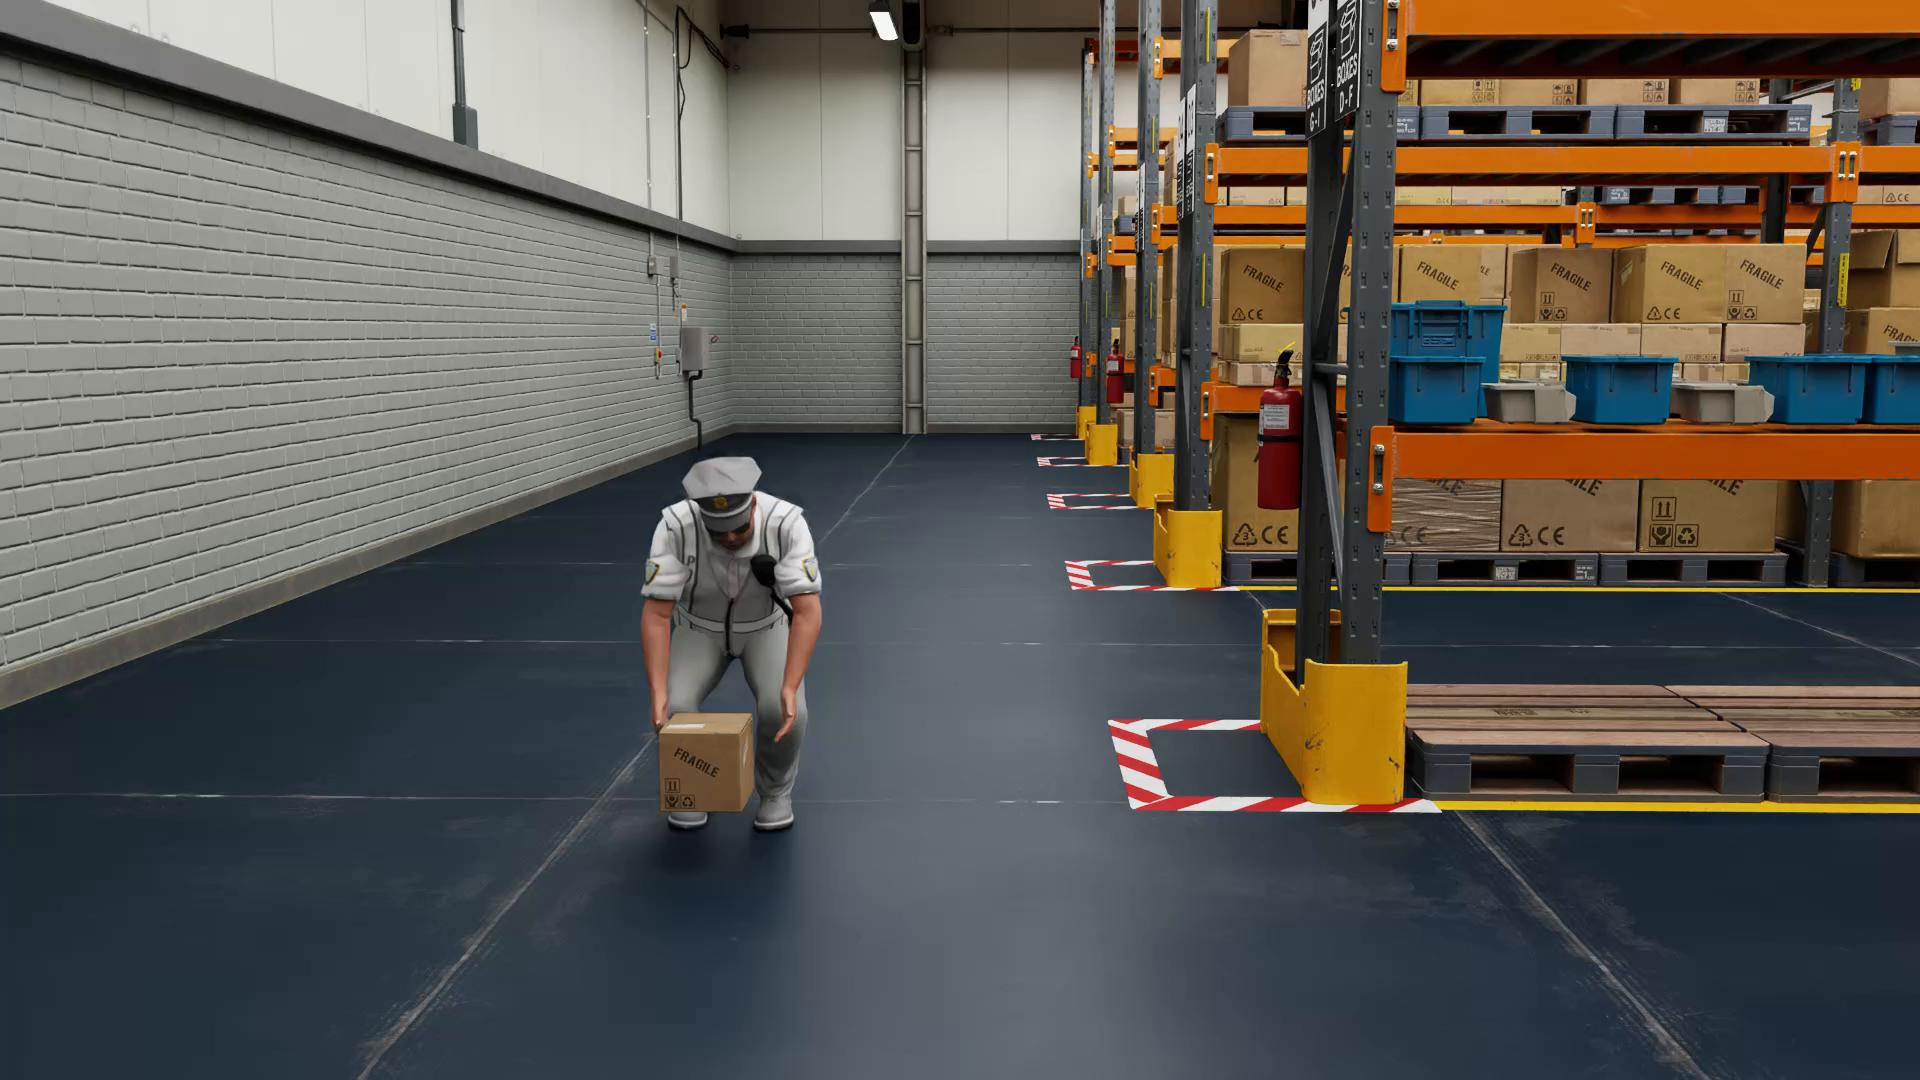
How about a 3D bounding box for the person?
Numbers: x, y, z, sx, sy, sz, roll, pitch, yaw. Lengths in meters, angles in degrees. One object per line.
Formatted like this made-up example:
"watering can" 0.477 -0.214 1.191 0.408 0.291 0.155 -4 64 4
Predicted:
"person" -0.736 0.337 5.521 0.584 1.268 0.873 0 7 1
